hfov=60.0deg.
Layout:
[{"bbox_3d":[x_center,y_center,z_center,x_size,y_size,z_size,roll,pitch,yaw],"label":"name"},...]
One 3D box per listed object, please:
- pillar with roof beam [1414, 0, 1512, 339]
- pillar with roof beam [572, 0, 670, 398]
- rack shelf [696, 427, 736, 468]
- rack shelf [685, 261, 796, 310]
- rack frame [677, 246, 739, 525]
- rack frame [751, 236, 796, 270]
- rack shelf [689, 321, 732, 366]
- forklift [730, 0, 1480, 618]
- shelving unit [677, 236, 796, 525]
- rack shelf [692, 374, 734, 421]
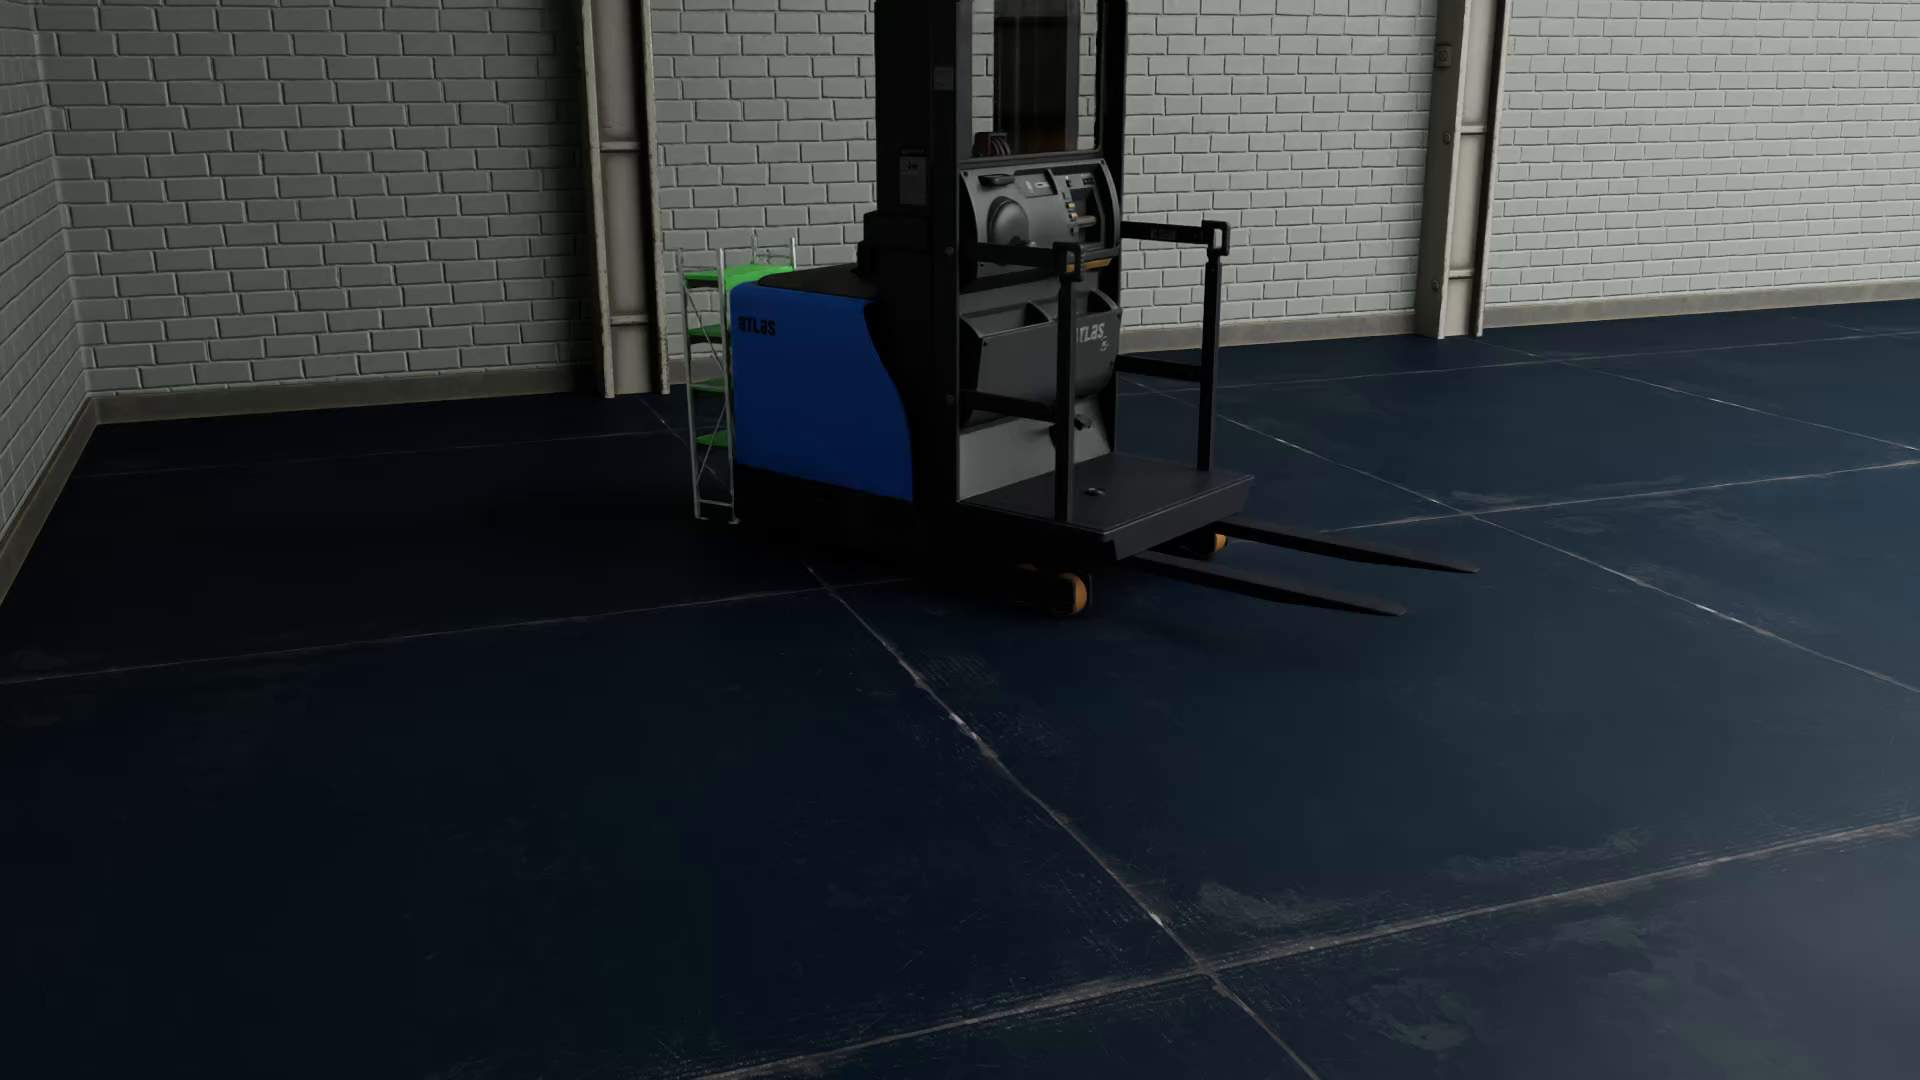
[{"bbox_3d":[5.136,-4.704,7.144,0.400,9.000,9.100,-6,17,-20],"label":"pillar with roof beam"},{"bbox_3d":[-0.467,-4.099,5.084,0.400,9.000,9.100,-6,17,-20],"label":"pillar with roof beam"},{"bbox_3d":[-0.952,-0.427,7.486,0.258,0.148,0.480,9,18,32],"label":"rack shelf"},{"bbox_3d":[-0.968,-1.120,7.294,0.258,0.148,0.480,9,18,32],"label":"rack shelf"},{"bbox_3d":[-1.091,-0.662,7.208,0.240,1.200,0.015,9,18,32],"label":"rack frame"},{"bbox_3d":[-0.826,-0.777,7.602,0.240,1.200,0.015,9,18,32],"label":"rack frame"},{"bbox_3d":[-0.963,-0.889,7.358,0.258,0.148,0.480,9,18,32],"label":"rack shelf"},{"bbox_3d":[0.484,-1.288,6.281,3.031,2.935,1.130,13,21,37],"label":"forklift"},{"bbox_3d":[-0.959,-0.719,7.405,0.258,1.200,0.503,9,18,32],"label":"shelving unit"},{"bbox_3d":[-0.957,-0.658,7.422,0.258,0.148,0.480,9,18,32],"label":"rack shelf"}]
